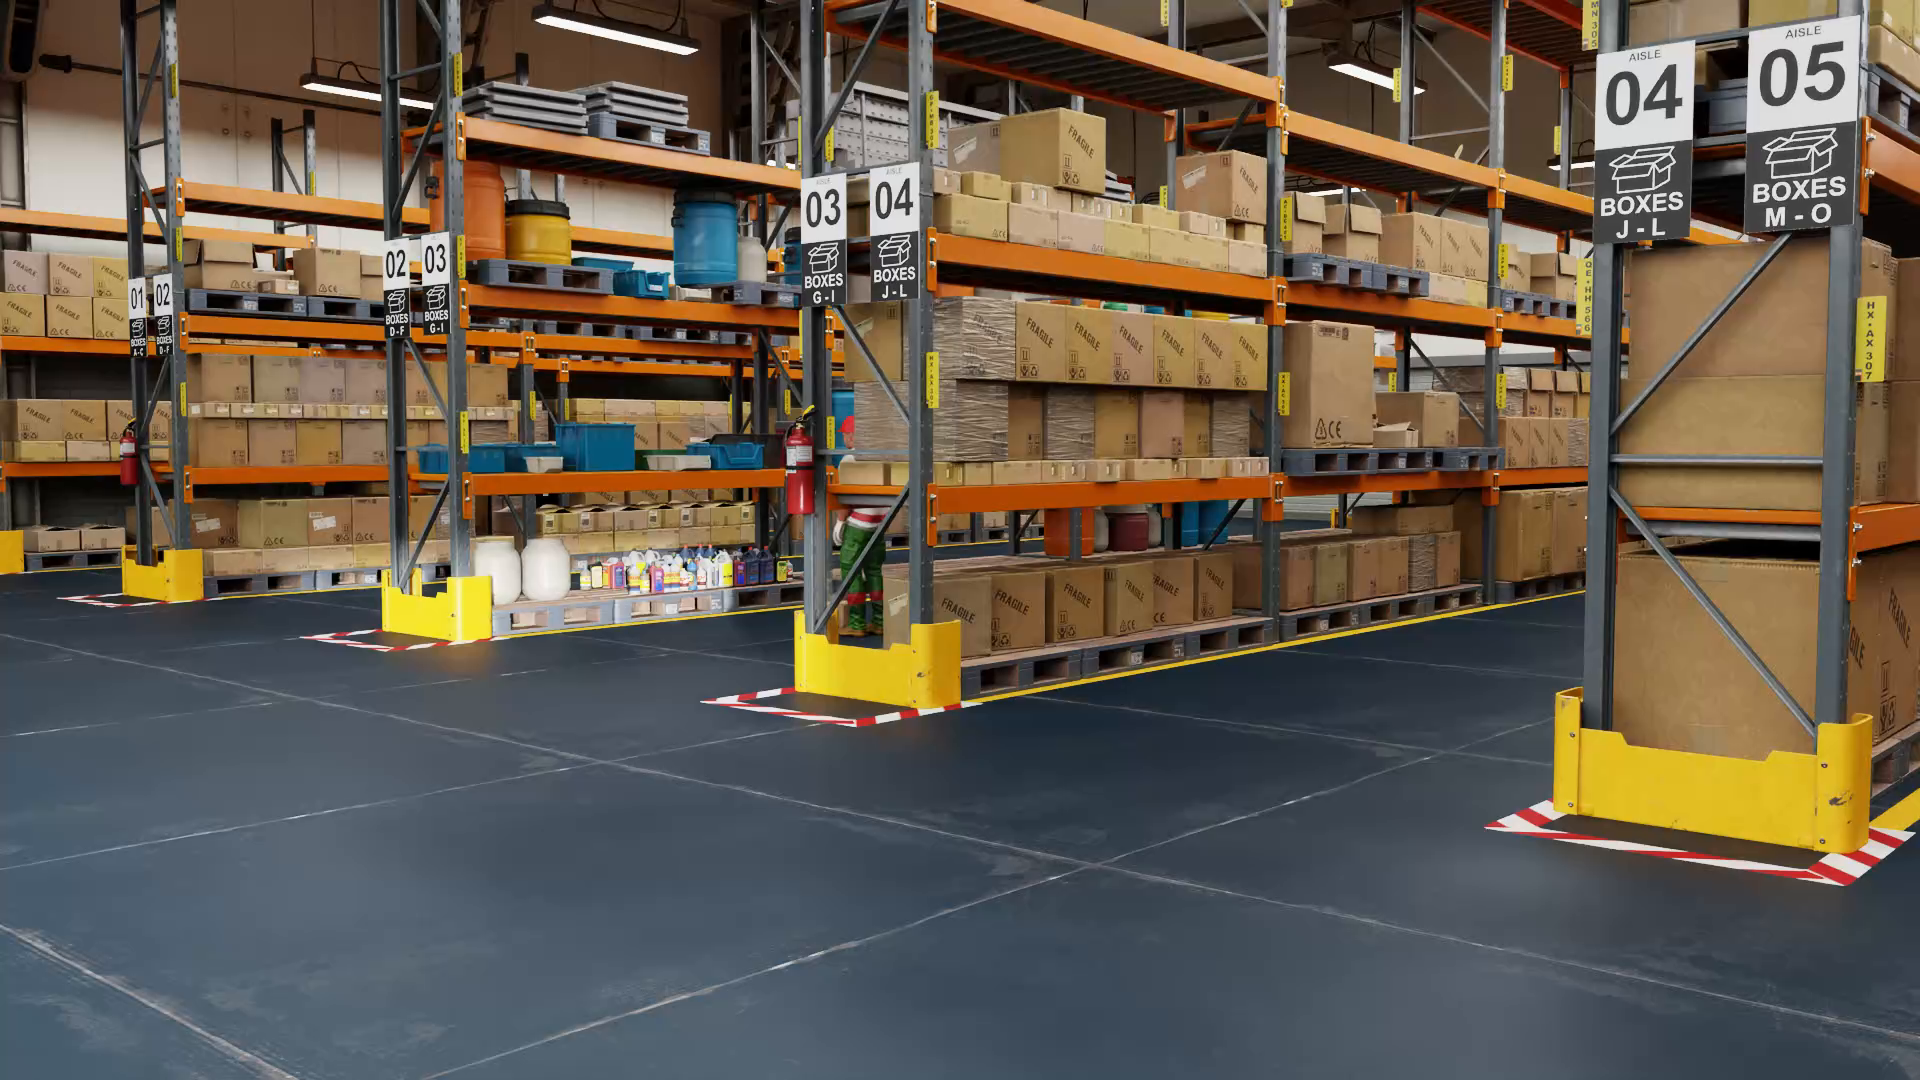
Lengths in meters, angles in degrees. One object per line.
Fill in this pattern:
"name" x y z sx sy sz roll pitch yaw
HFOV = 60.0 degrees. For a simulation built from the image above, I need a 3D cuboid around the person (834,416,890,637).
"person" -0.795 -0.115 13.439 0.449 1.778 0.595 3 4 39
